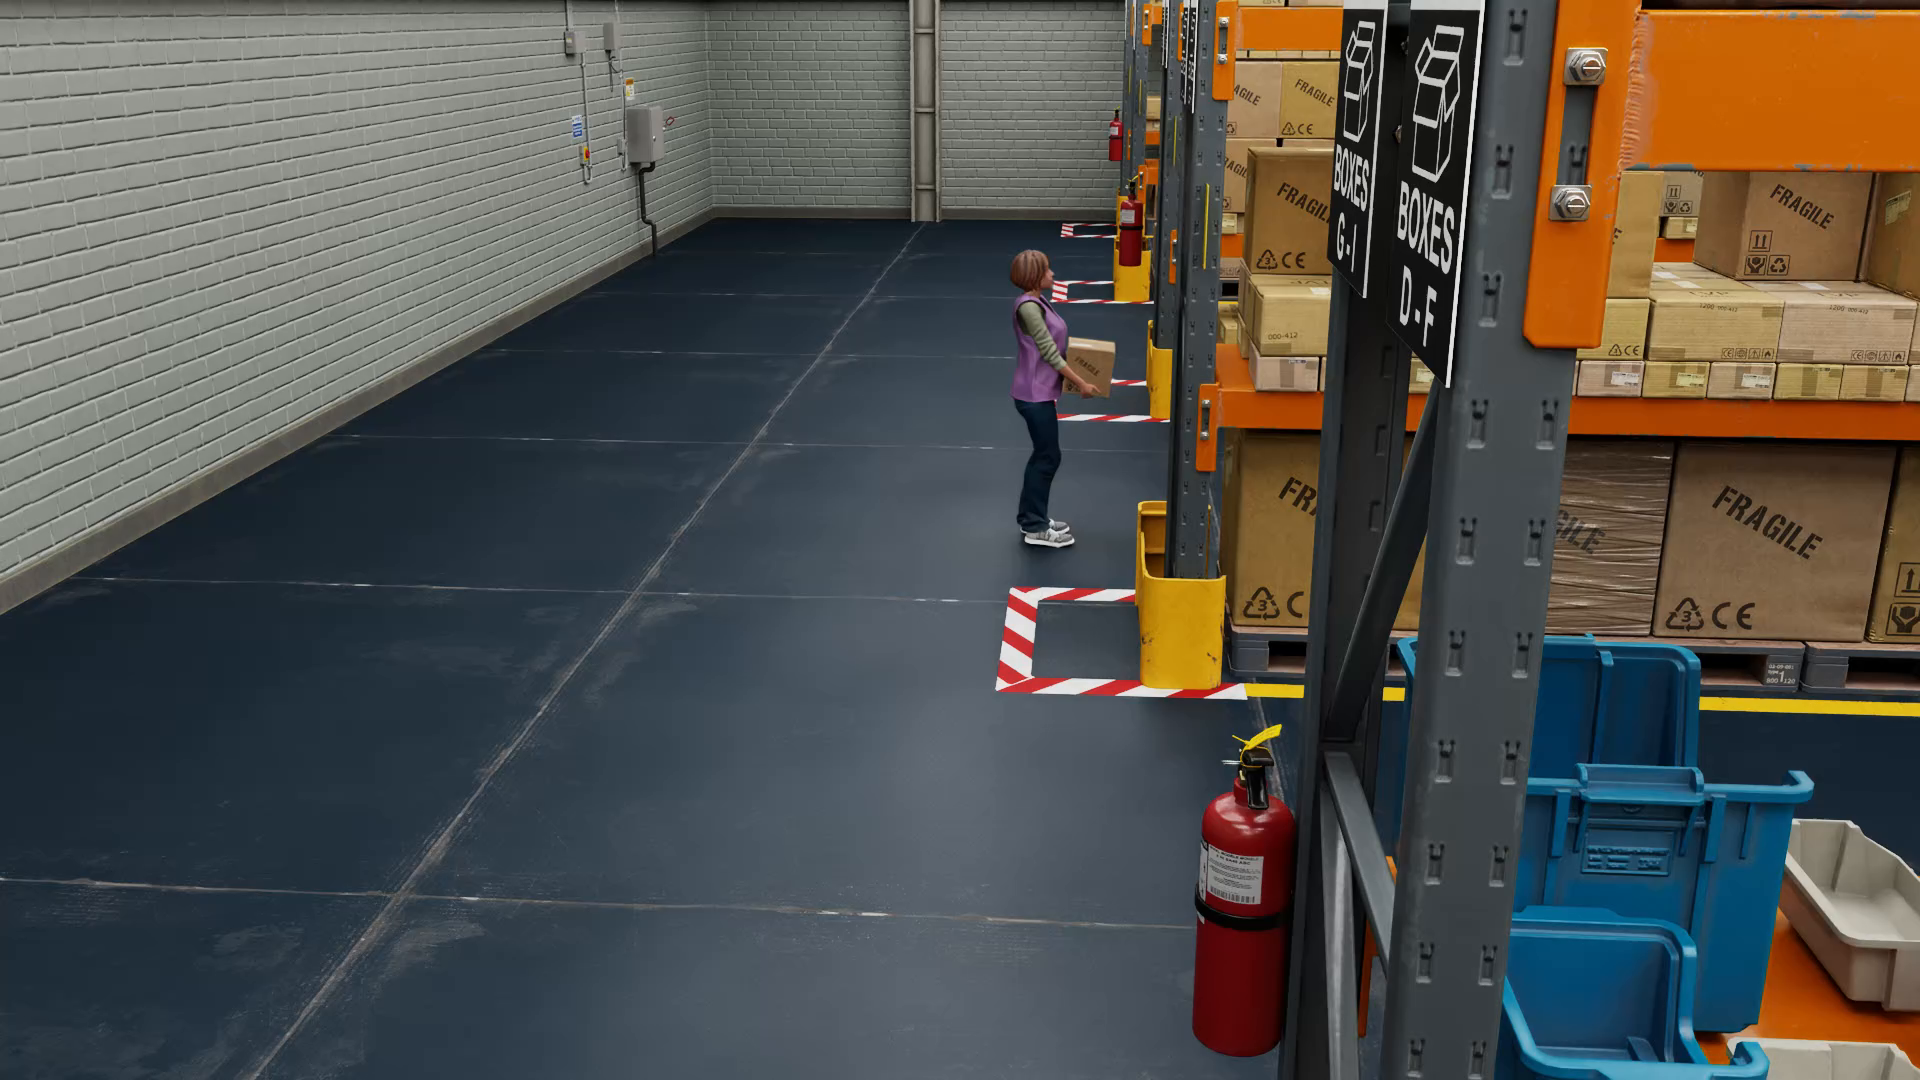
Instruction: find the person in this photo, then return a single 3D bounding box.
[{"bbox_3d":[0.506,-0.761,8.948,0.493,1.589,0.408,1,18,4],"label":"person"}]
